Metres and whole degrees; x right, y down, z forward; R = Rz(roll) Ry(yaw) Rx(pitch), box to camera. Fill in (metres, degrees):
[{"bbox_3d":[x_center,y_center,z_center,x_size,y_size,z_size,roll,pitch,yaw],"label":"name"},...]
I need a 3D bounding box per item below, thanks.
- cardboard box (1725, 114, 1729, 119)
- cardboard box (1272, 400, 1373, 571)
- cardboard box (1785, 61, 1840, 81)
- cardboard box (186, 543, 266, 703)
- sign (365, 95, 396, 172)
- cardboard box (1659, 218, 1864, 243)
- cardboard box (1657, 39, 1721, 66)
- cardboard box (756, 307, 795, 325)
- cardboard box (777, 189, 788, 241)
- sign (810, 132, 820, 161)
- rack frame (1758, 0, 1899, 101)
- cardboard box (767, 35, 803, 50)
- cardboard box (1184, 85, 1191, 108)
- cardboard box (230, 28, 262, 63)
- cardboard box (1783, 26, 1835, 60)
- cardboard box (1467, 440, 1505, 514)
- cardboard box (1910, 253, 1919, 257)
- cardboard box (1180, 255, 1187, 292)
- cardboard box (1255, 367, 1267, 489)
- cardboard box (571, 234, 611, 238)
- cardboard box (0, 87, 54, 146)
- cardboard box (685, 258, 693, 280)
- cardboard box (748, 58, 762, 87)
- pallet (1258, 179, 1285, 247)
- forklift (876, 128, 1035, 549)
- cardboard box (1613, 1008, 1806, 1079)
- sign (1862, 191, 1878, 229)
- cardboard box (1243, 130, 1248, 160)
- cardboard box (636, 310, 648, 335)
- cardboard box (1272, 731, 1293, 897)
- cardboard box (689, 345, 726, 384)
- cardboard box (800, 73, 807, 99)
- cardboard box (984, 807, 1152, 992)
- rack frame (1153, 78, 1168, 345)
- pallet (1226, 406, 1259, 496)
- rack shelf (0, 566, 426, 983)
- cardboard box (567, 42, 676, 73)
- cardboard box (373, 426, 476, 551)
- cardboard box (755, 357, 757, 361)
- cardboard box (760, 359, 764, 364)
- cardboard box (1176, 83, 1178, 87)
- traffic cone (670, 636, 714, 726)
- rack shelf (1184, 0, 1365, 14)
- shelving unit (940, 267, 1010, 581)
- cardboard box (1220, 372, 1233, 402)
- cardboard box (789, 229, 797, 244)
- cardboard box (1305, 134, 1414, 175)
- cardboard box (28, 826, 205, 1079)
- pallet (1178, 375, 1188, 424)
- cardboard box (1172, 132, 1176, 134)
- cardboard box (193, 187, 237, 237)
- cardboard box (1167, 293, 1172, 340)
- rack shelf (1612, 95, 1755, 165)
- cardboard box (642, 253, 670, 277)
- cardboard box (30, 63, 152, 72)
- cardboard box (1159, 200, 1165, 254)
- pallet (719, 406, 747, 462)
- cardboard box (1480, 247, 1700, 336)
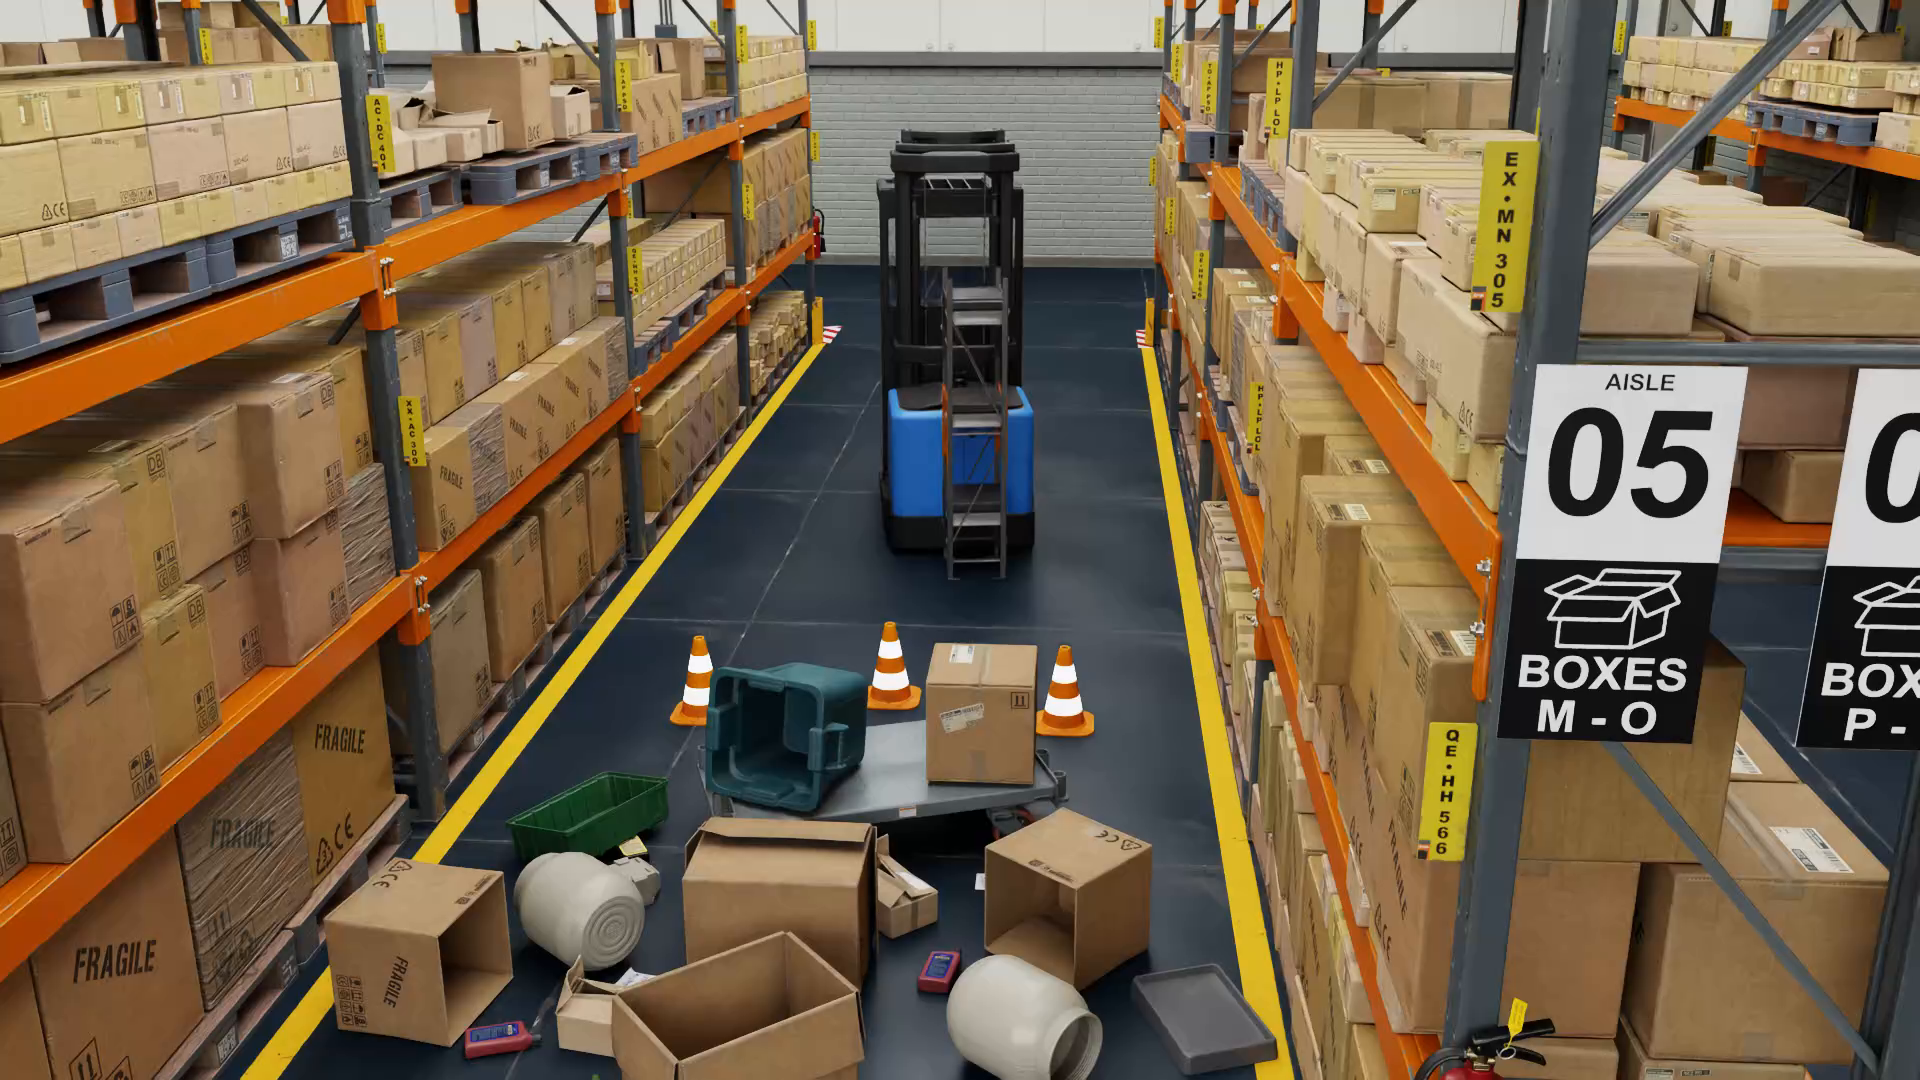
[{"bbox_3d":[7.191,-3.938,15.210,0.380,0.149,0.250,2,18,6],"label":"cardboard box"},{"bbox_3d":[1.518,-0.198,5.966,0.700,0.500,0.500,1,18,3],"label":"cardboard box"},{"bbox_3d":[6.944,-3.804,13.487,0.380,0.149,0.250,1,18,3],"label":"cardboard box"},{"bbox_3d":[-3.245,0.321,6.384,0.875,0.550,0.550,1,18,4],"label":"cardboard box"},{"bbox_3d":[-2.504,-1.755,7.188,0.100,0.325,0.005,1,18,4],"label":"sign"},{"bbox_3d":[1.911,-0.683,3.995,0.380,0.149,0.250,1,18,4],"label":"cardboard box"},{"bbox_3d":[7.338,-4.884,16.653,0.500,0.250,0.500,1,18,3],"label":"cardboard box"},{"bbox_3d":[-1.995,-2.419,17.937,0.380,0.149,0.250,2,18,6],"label":"cardboard box"},{"bbox_3d":[-2.088,-3.357,17.212,0.500,0.500,0.500,2,18,7],"label":"cardboard box"},{"bbox_3d":[-1.645,-4.467,18.872,0.100,0.325,0.005,1,18,4],"label":"sign"},{"bbox_3d":[7.412,-5.205,13.857,1.000,3.000,0.127,1,18,4],"label":"rack frame"},{"bbox_3d":[-1.928,-5.457,18.240,0.380,0.149,0.250,1,18,3],"label":"cardboard box"},{"bbox_3d":[2.021,-3.593,13.454,0.380,0.166,0.250,0,18,0],"label":"cardboard box"},{"bbox_3d":[-7.385,-4.817,16.493,0.700,0.500,0.500,2,18,7],"label":"cardboard box"},{"bbox_3d":[7.042,-4.160,13.910,0.396,0.266,0.258,1,18,3],"label":"cardboard box"},{"bbox_3d":[1.347,-0.160,3.681,0.380,0.149,0.250,1,18,4],"label":"cardboard box"},{"bbox_3d":[7.057,-1.872,12.478,0.797,0.503,0.637,1,18,3],"label":"cardboard box"},{"bbox_3d":[2.076,-2.181,13.701,0.500,0.250,0.500,2,18,5],"label":"cardboard box"},{"bbox_3d":[1.691,-0.516,7.869,0.500,0.500,0.500,1,18,3],"label":"cardboard box"},{"bbox_3d":[-3.044,-2.471,13.920,0.380,0.149,0.250,1,18,3],"label":"cardboard box"},{"bbox_3d":[-2.911,-1.240,4.859,0.380,0.149,0.250,1,18,3],"label":"cardboard box"},{"bbox_3d":[-2.406,-2.227,13.654,0.380,0.149,0.250,1,18,4],"label":"cardboard box"},{"bbox_3d":[-2.170,-4.434,15.758,0.500,0.250,0.500,1,18,4],"label":"cardboard box"},{"bbox_3d":[2.037,-1.505,7.683,1.213,0.211,1.003,1,18,4],"label":"pallet"},{"bbox_3d":[-0.084,-1.741,13.030,1.130,2.935,3.031,-1,18,-4],"label":"forklift"},{"bbox_3d":[1.831,1.281,4.099,0.380,0.149,0.250,1,18,4],"label":"cardboard box"},{"bbox_3d":[7.965,-2.893,14.576,0.100,0.325,0.005,1,18,4],"label":"sign"},{"bbox_3d":[1.963,-2.410,10.359,0.396,0.266,0.258,1,18,4],"label":"cardboard box"},{"bbox_3d":[-2.518,-1.599,12.214,0.380,0.149,0.250,2,18,7],"label":"cardboard box"},{"bbox_3d":[1.549,1.115,6.740,0.500,0.500,0.500,2,18,6],"label":"cardboard box"},{"bbox_3d":[-2.335,-1.515,14.365,0.500,0.250,0.500,2,18,7],"label":"cardboard box"},{"bbox_3d":[-1.966,-4.992,18.266,0.500,0.250,0.500,1,18,3],"label":"cardboard box"},{"bbox_3d":[0.453,1.510,7.009,0.500,0.500,0.500,17,25,41],"label":"cardboard box"},{"bbox_3d":[2.747,-3.706,18.917,1.000,3.000,0.127,1,18,4],"label":"rack frame"},{"bbox_3d":[2.073,-0.515,9.485,1.003,0.211,1.213,1,18,4],"label":"pallet"},{"bbox_3d":[-3.201,0.904,6.001,1.077,0.370,4.000,1,18,4],"label":"rack shelf"},{"bbox_3d":[-2.726,-3.740,13.363,0.797,0.503,0.637,1,18,3],"label":"cardboard box"},{"bbox_3d":[-2.751,-0.263,8.249,0.500,0.500,0.500,1,18,5],"label":"cardboard box"},{"bbox_3d":[-2.229,-1.792,16.500,0.380,0.149,0.250,1,18,4],"label":"cardboard box"},{"bbox_3d":[-2.184,-1.735,16.804,0.380,0.149,0.250,1,18,3],"label":"cardboard box"},{"bbox_3d":[2.206,-4.305,15.494,0.380,0.149,0.250,2,18,5],"label":"cardboard box"},{"bbox_3d":[-1.455,0.764,9.348,0.336,0.463,0.334,1,18,4],"label":"traffic cone"},{"bbox_3d":[2.317,-4.162,12.470,1.077,0.370,4.000,1,18,4],"label":"rack shelf"},{"bbox_3d":[0.098,-0.795,11.476,0.431,2.100,0.503,-1,18,-4],"label":"shelving unit"},{"bbox_3d":[1.805,-0.949,10.231,0.380,0.149,0.250,1,18,4],"label":"cardboard box"},{"bbox_3d":[-1.992,-3.324,18.154,0.380,0.149,0.250,2,18,5],"label":"cardboard box"},{"bbox_3d":[1.549,-1.492,6.466,0.380,0.149,0.250,2,18,6],"label":"cardboard box"},{"bbox_3d":[-3.301,1.509,5.740,0.875,0.875,0.875,1,18,3],"label":"cardboard box"},{"bbox_3d":[2.593,-1.373,16.275,1.003,0.211,1.213,1,18,4],"label":"pallet"},{"bbox_3d":[2.498,-4.350,18.074,0.380,0.149,0.250,2,18,5],"label":"cardboard box"},{"bbox_3d":[-2.837,-1.176,5.946,0.380,0.149,0.250,2,18,5],"label":"cardboard box"},{"bbox_3d":[2.800,-2.481,18.618,0.875,0.438,0.875,1,18,2],"label":"cardboard box"},{"bbox_3d":[7.555,-4.059,16.332,1.077,0.370,4.000,1,18,4],"label":"rack shelf"},{"bbox_3d":[-2.469,-2.129,12.876,0.380,0.149,0.250,2,18,6],"label":"cardboard box"},{"bbox_3d":[-3.440,-1.806,6.587,0.380,0.149,0.250,1,18,3],"label":"cardboard box"},{"bbox_3d":[2.364,-3.296,17.504,0.500,0.500,0.500,1,18,4],"label":"cardboard box"},{"bbox_3d":[-2.538,-0.976,15.063,1.003,0.211,1.213,1,18,4],"label":"pallet"},{"bbox_3d":[1.330,-0.534,3.540,0.380,0.149,0.250,1,18,4],"label":"cardboard box"}]
